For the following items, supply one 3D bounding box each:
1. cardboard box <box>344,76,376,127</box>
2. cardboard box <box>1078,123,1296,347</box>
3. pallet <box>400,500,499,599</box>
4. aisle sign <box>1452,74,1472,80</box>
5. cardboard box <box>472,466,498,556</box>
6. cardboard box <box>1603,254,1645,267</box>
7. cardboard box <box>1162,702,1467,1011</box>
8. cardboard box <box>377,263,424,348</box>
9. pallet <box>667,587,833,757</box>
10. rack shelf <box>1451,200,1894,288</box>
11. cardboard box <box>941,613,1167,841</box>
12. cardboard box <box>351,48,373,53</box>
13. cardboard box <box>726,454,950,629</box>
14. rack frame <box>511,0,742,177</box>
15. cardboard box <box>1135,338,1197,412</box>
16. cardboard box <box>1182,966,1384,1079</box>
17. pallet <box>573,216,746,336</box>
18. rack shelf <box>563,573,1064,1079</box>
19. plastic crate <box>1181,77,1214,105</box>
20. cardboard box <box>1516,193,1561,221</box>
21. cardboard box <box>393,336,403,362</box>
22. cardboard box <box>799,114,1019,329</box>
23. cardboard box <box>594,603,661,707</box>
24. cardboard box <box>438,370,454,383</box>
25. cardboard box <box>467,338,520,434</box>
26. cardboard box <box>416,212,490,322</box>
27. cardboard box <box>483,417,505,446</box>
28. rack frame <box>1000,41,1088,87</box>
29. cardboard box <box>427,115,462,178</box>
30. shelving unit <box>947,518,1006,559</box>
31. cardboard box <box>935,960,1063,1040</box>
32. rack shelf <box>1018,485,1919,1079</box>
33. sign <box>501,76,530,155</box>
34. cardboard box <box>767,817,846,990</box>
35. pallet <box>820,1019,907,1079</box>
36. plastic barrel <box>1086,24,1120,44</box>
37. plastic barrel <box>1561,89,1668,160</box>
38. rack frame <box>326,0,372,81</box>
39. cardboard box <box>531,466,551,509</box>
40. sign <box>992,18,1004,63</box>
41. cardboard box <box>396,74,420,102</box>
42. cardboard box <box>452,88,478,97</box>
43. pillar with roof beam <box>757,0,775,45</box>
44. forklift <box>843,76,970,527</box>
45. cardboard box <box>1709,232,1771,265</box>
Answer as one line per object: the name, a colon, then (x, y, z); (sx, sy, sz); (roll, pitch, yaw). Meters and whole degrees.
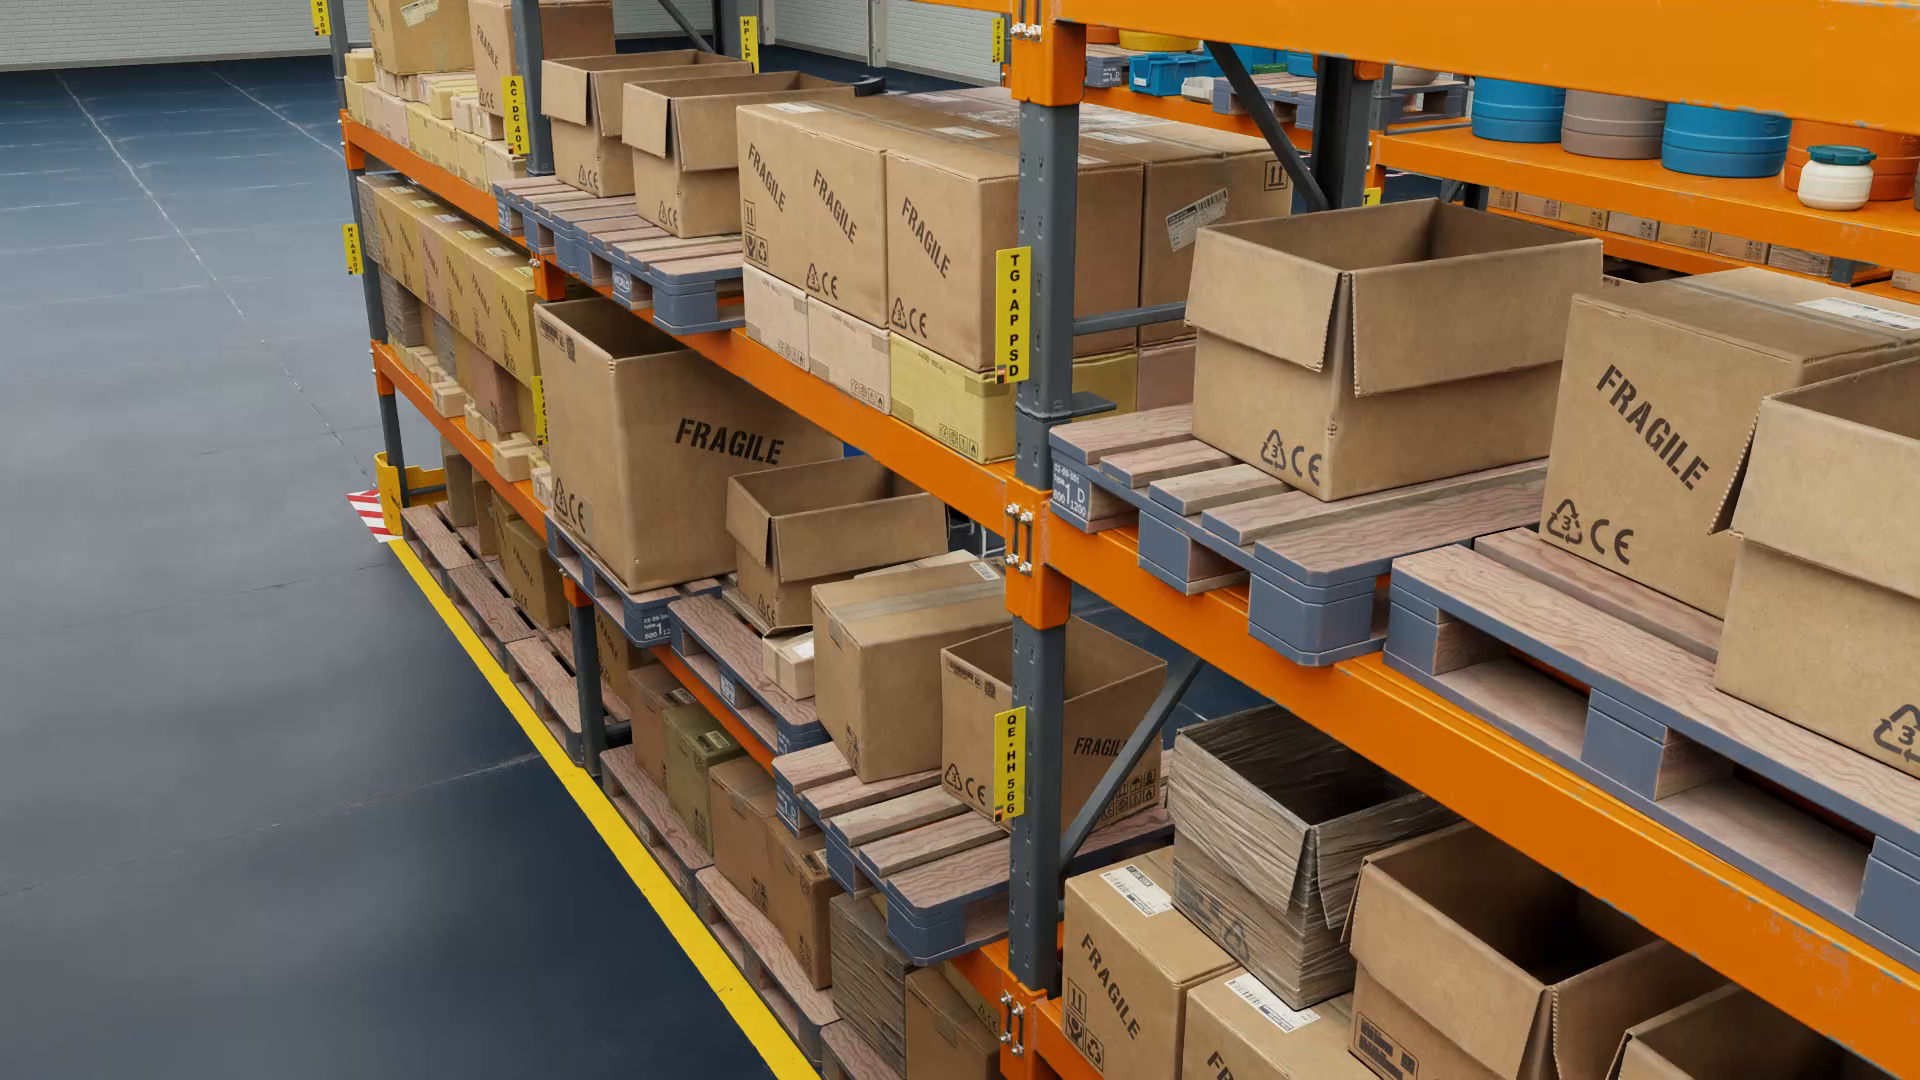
cardboard box: (-3.466, -2.714, 10.220); (0.500, 0.250, 0.500); (-12, 25, -27)
cardboard box: (0.578, -0.879, 4.710); (0.500, 0.500, 0.500); (-12, 25, -28)
pallet: (-3.066, -0.013, 11.064); (1.003, 0.211, 1.213); (-13, 25, -28)
aisle sign: (4.732, -4.670, 15.366); (0.394, 0.787, 0.004); (-13, 25, -28)
cardboard box: (-2.850, -0.244, 10.689); (0.500, 0.500, 0.500); (-6, 23, -14)
cardboard box: (6.082, -2.335, 15.170); (0.500, 0.500, 0.500); (-13, 25, -28)
cardboard box: (0.957, 0.719, 4.094); (0.797, 0.503, 0.637); (-12, 25, -26)
cardboard box: (-3.232, -1.600, 10.737); (0.875, 0.500, 0.500); (-13, 25, -28)
pallet: (-0.449, 0.446, 6.485); (1.003, 0.211, 1.213); (-13, 25, -28)
rack shelf: (6.050, -2.523, 14.490); (1.077, 0.370, 4.000); (-13, 25, -28)
cardboard box: (0.287, 0.582, 5.205); (0.500, 0.500, 0.500); (-16, 27, -35)
cardboard box: (-3.547, -2.971, 10.323); (0.380, 0.149, 0.250); (-13, 25, -29)
cardboard box: (-0.481, -0.004, 6.642); (0.797, 0.503, 0.637); (-10, 24, -23)
rack frame: (-1.446, -3.084, 6.948); (1.000, 3.000, 0.127); (-13, 25, -28)
cardboard box: (0.576, -0.531, 4.850); (0.500, 0.250, 0.500); (-12, 25, -27)
cardboard box: (0.877, 1.320, 3.947); (0.500, 0.500, 0.500); (-13, 26, -30)
pallet: (-0.690, -1.052, 6.181); (1.213, 0.211, 1.003); (-13, 25, -28)
rack shelf: (-0.424, 0.676, 6.620); (1.077, 0.370, 4.000); (-13, 25, -28)
plastic crate: (1.644, -2.967, 10.993); (0.243, 0.136, 0.396); (-13, 25, -28)
cardboard box: (5.529, -3.227, 15.135); (0.700, 0.500, 0.500); (-12, 25, -27)
cardboard box: (-3.438, -1.260, 10.762); (0.380, 0.149, 0.250); (-13, 25, -28)
cardboard box: (-0.133, -0.947, 4.879); (0.500, 0.500, 0.500); (-13, 25, -28)
cardboard box: (-1.616, 0.522, 8.806); (0.500, 0.500, 0.500); (-13, 26, -30)
cardboard box: (-2.905, -0.942, 9.978); (0.380, 0.149, 0.250); (-13, 25, -28)
cardboard box: (-2.190, -0.957, 9.155); (0.875, 0.500, 0.500); (-13, 25, -28)
cardboard box: (-2.676, -1.531, 9.238); (0.500, 0.500, 0.500); (-13, 25, -28)
cardboard box: (-2.405, -0.615, 9.176); (0.380, 0.149, 0.250); (-13, 25, -28)
rack frame: (0.769, -2.552, 13.607); (1.000, 3.000, 0.127); (-13, 25, -28)
cardboard box: (-2.426, -2.057, 8.604); (0.500, 0.250, 0.500); (-13, 25, -29)
shelving unit: (0.118, -0.491, 10.927); (0.258, 1.200, 0.503); (-13, 26, -29)
cardboard box: (0.229, 1.386, 5.658); (0.500, 0.250, 0.500); (-11, 25, -26)
rack shelf: (1.619, 0.581, 2.869); (1.077, 0.370, 4.000); (-13, 25, -28)
sign: (-1.909, -1.827, 7.152); (0.100, 0.325, 0.005); (-13, 25, -28)
cardboard box: (-0.352, 1.372, 6.688); (0.700, 0.500, 0.500); (-10, 24, -24)
pallet: (0.199, 2.029, 6.040); (1.003, 0.211, 1.213); (-13, 25, -28)
plastic barrel: (1.126, -4.202, 12.555); (0.600, 0.830, 0.708); (-13, 25, -28)
plastic barrel: (3.592, -2.545, 8.939); (0.600, 0.901, 0.600); (0, 22, 0)
rack frame: (-3.489, -4.379, 10.133); (1.000, 3.000, 0.127); (-13, 25, -28)
cardboard box: (-1.928, -0.284, 8.360); (0.380, 0.149, 0.250); (-13, 25, -28)
sign: (0.293, -3.841, 12.783); (0.100, 0.325, 0.005); (-13, 25, -28)
cardboard box: (-2.912, -2.543, 9.271); (0.380, 0.149, 0.250); (-14, 26, -31)
cardboard box: (-2.353, -2.210, 8.451); (0.380, 0.149, 0.250); (-12, 25, -26)
pillar with roof beam: (-8.639, -16.060, 38.872); (9.100, 9.000, 0.400); (-13, 25, -28)
forklift: (-1.122, -1.782, 11.802); (1.130, 2.935, 3.031); (-20, 29, -39)
cardboard box: (6.565, -2.567, 13.511); (0.700, 0.500, 0.500); (-13, 25, -29)
